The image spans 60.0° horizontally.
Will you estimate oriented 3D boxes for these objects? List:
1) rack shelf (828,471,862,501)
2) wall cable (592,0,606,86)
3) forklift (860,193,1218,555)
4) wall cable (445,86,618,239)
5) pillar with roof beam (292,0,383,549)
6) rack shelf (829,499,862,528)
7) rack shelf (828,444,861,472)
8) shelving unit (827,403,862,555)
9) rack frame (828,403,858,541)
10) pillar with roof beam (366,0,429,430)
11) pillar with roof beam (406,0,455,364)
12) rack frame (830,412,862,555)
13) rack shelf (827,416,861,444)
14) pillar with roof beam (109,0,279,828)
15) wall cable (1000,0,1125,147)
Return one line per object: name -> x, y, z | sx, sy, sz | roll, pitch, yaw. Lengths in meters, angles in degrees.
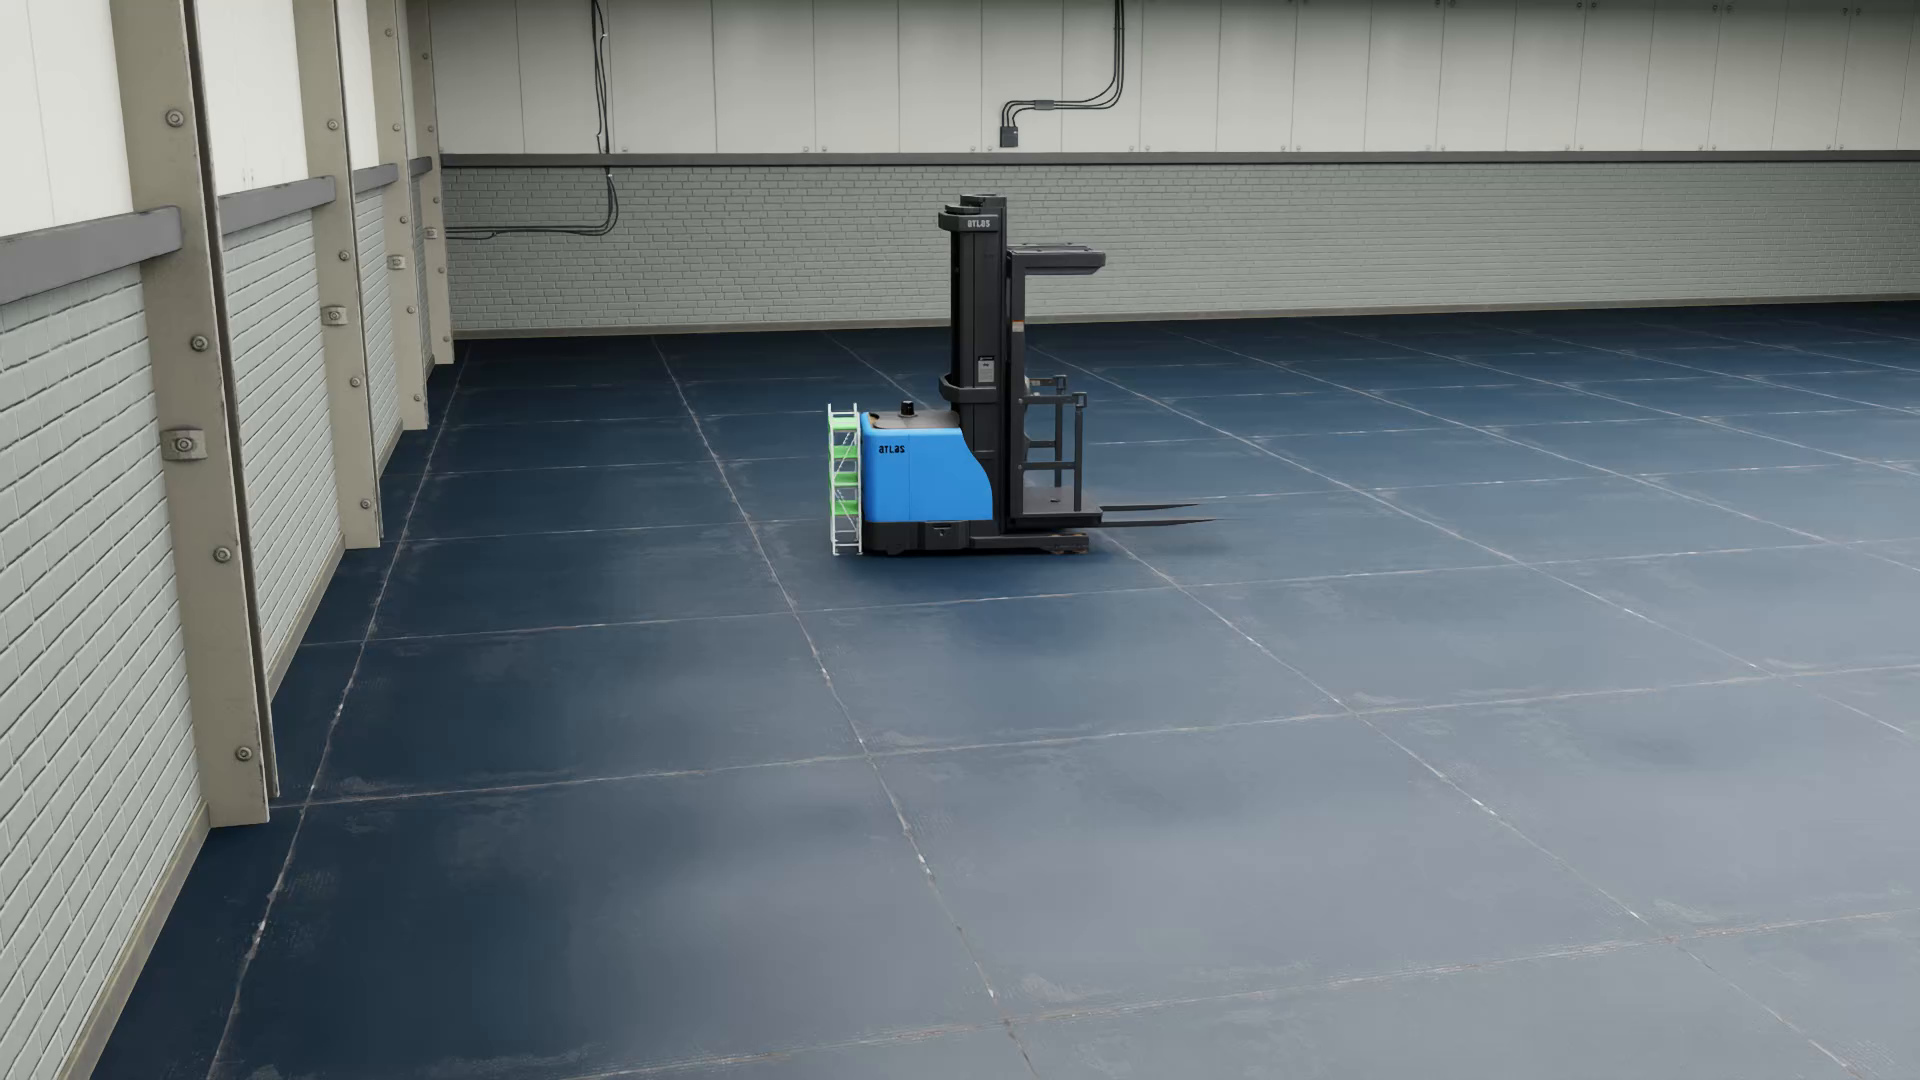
rack shelf -> -0.973, -0.457, 14.038 | 0.258, 0.148, 0.480 | -2, 14, -6
wall cable -> -4.743, -8.964, 28.060 | 3.097, 2.526, 0.112 | -3, 14, -13
forklift -> 0.666, -1.426, 14.087 | 3.031, 2.935, 1.130 | -1, 14, -6
wall cable -> -7.373, -6.360, 28.042 | 3.097, 2.526, 0.112 | -3, 14, -13
pillar with roof beam -> -0.963, -4.587, 14.241 | 9.100, 9.000, 0.400 | -3, 14, -13
rack shelf -> -0.973, -0.224, 14.095 | 0.258, 0.148, 0.480 | -2, 14, -6
rack shelf -> -0.973, -0.690, 13.981 | 0.258, 0.148, 0.480 | -2, 14, -6
shelving unit -> -0.973, -0.519, 14.023 | 0.258, 1.200, 0.503 | -2, 14, -6
rack frame -> -1.001, -0.576, 14.258 | 0.240, 1.200, 0.015 | -2, 14, -6
pillar with roof beam -> -2.372, -5.971, 19.907 | 9.100, 9.000, 0.400 | -3, 14, -13
pillar with roof beam -> -3.781, -7.355, 25.572 | 9.100, 9.000, 0.400 | -3, 14, -13
rack frame -> -0.944, -0.461, 13.787 | 0.240, 1.200, 0.015 | -2, 14, -6
rack shelf -> -0.973, -0.923, 13.924 | 0.258, 0.148, 0.480 | -2, 14, -6
pillar with roof beam -> 0.446, -3.203, 8.576 | 9.100, 9.000, 0.400 | -3, 14, -13
wall cable -> 1.859, -10.046, 29.421 | 2.305, 6.003, 0.169 | -3, 14, -13
